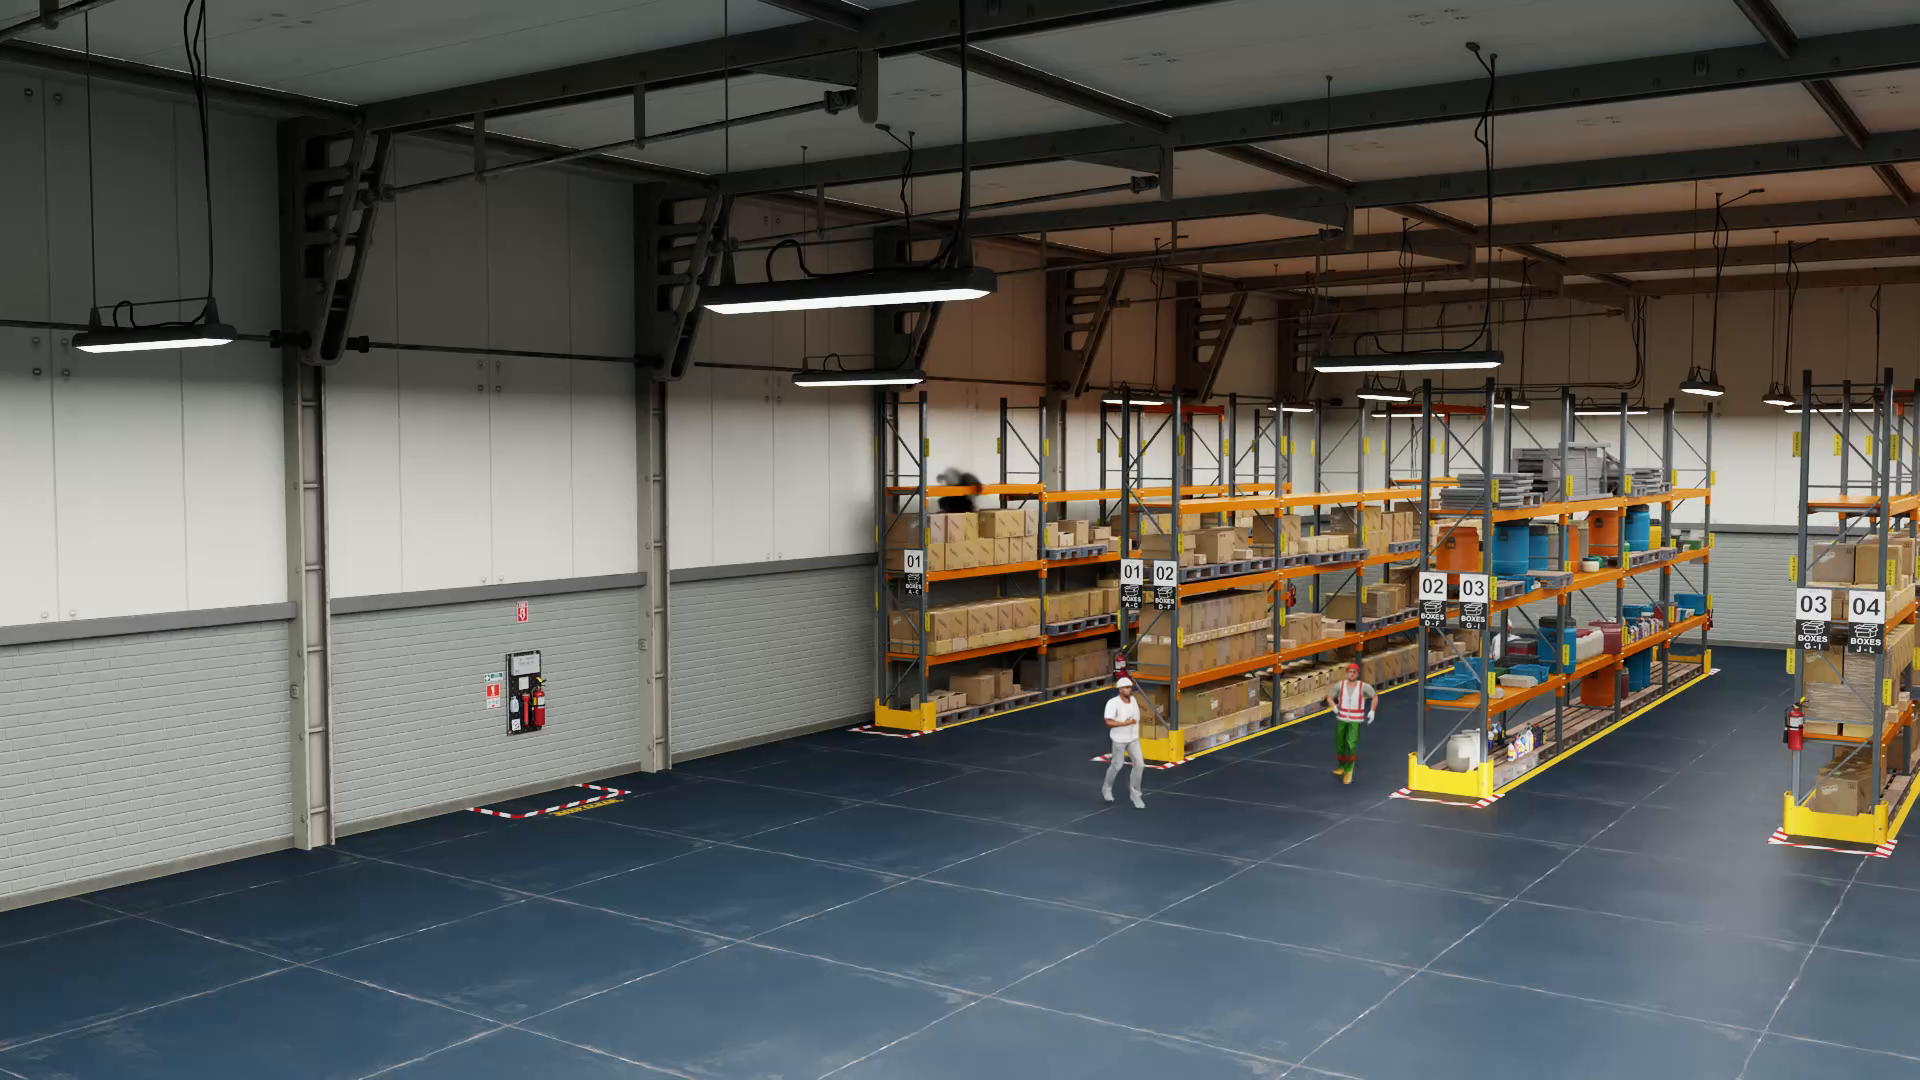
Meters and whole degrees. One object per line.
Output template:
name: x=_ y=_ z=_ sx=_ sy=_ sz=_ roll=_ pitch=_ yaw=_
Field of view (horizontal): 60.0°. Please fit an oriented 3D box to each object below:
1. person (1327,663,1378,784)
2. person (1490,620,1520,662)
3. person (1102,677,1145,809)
person: x=5.857 y=2.747 z=24.948 sx=0.723 sy=1.820 sz=0.680 roll=1 pitch=3 yaw=25
person: x=10.387 y=2.387 z=31.652 sx=0.677 sy=1.747 sz=0.905 roll=2 pitch=4 yaw=35
person: x=2.279 y=2.825 z=23.236 sx=0.720 sy=1.834 sz=0.787 roll=-2 pitch=4 yaw=-32
